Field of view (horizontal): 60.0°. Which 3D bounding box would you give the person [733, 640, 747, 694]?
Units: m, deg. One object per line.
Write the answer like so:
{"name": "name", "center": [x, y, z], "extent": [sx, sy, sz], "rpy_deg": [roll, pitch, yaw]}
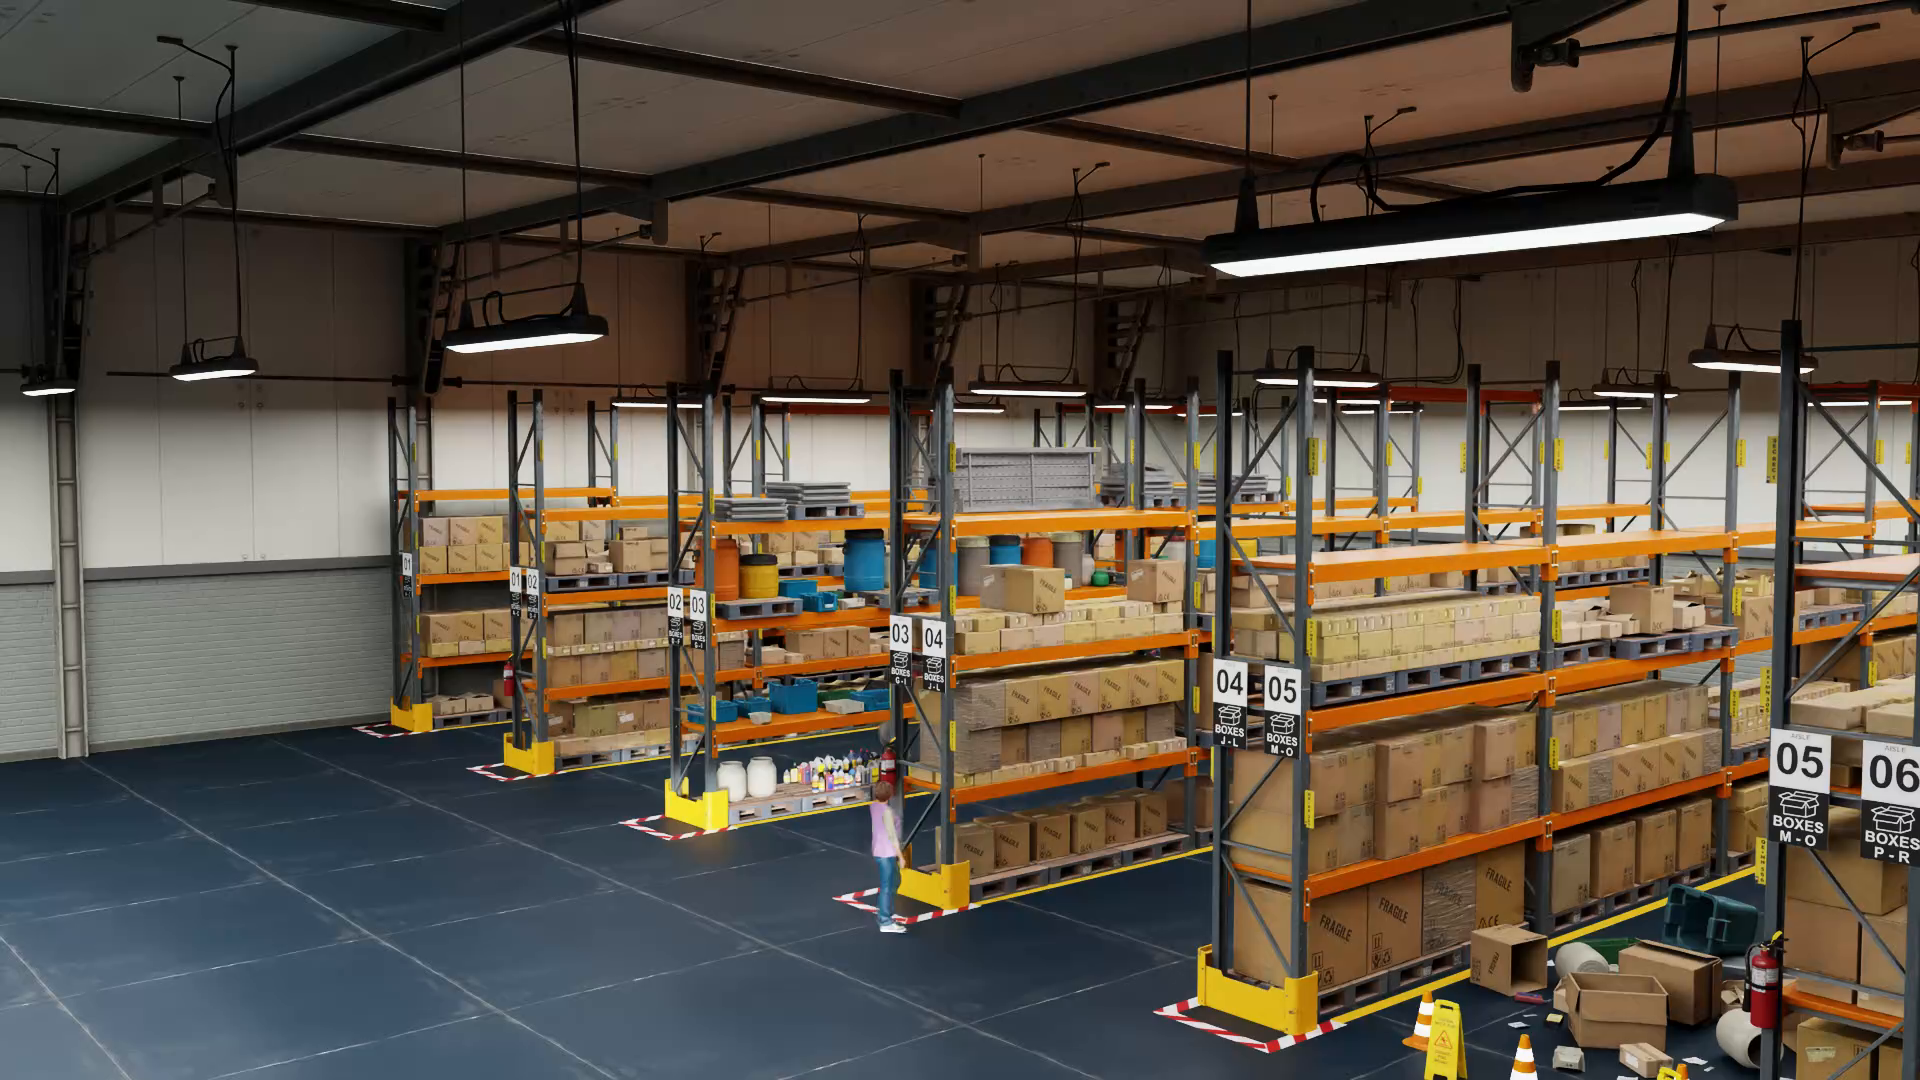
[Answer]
{"name": "person", "center": [-4.294, 2.441, 31.527], "extent": [0.597, 1.779, 0.423], "rpy_deg": [-2, 4, -25]}

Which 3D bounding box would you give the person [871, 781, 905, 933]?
{"name": "person", "center": [-0.763, 3.359, 17.573], "extent": [0.353, 1.644, 0.449], "rpy_deg": [0, 3, -5]}

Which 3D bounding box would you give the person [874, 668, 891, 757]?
{"name": "person", "center": [-1.132, 2.812, 26.662], "extent": [0.597, 1.554, 0.487], "rpy_deg": [0, 3, -3]}
